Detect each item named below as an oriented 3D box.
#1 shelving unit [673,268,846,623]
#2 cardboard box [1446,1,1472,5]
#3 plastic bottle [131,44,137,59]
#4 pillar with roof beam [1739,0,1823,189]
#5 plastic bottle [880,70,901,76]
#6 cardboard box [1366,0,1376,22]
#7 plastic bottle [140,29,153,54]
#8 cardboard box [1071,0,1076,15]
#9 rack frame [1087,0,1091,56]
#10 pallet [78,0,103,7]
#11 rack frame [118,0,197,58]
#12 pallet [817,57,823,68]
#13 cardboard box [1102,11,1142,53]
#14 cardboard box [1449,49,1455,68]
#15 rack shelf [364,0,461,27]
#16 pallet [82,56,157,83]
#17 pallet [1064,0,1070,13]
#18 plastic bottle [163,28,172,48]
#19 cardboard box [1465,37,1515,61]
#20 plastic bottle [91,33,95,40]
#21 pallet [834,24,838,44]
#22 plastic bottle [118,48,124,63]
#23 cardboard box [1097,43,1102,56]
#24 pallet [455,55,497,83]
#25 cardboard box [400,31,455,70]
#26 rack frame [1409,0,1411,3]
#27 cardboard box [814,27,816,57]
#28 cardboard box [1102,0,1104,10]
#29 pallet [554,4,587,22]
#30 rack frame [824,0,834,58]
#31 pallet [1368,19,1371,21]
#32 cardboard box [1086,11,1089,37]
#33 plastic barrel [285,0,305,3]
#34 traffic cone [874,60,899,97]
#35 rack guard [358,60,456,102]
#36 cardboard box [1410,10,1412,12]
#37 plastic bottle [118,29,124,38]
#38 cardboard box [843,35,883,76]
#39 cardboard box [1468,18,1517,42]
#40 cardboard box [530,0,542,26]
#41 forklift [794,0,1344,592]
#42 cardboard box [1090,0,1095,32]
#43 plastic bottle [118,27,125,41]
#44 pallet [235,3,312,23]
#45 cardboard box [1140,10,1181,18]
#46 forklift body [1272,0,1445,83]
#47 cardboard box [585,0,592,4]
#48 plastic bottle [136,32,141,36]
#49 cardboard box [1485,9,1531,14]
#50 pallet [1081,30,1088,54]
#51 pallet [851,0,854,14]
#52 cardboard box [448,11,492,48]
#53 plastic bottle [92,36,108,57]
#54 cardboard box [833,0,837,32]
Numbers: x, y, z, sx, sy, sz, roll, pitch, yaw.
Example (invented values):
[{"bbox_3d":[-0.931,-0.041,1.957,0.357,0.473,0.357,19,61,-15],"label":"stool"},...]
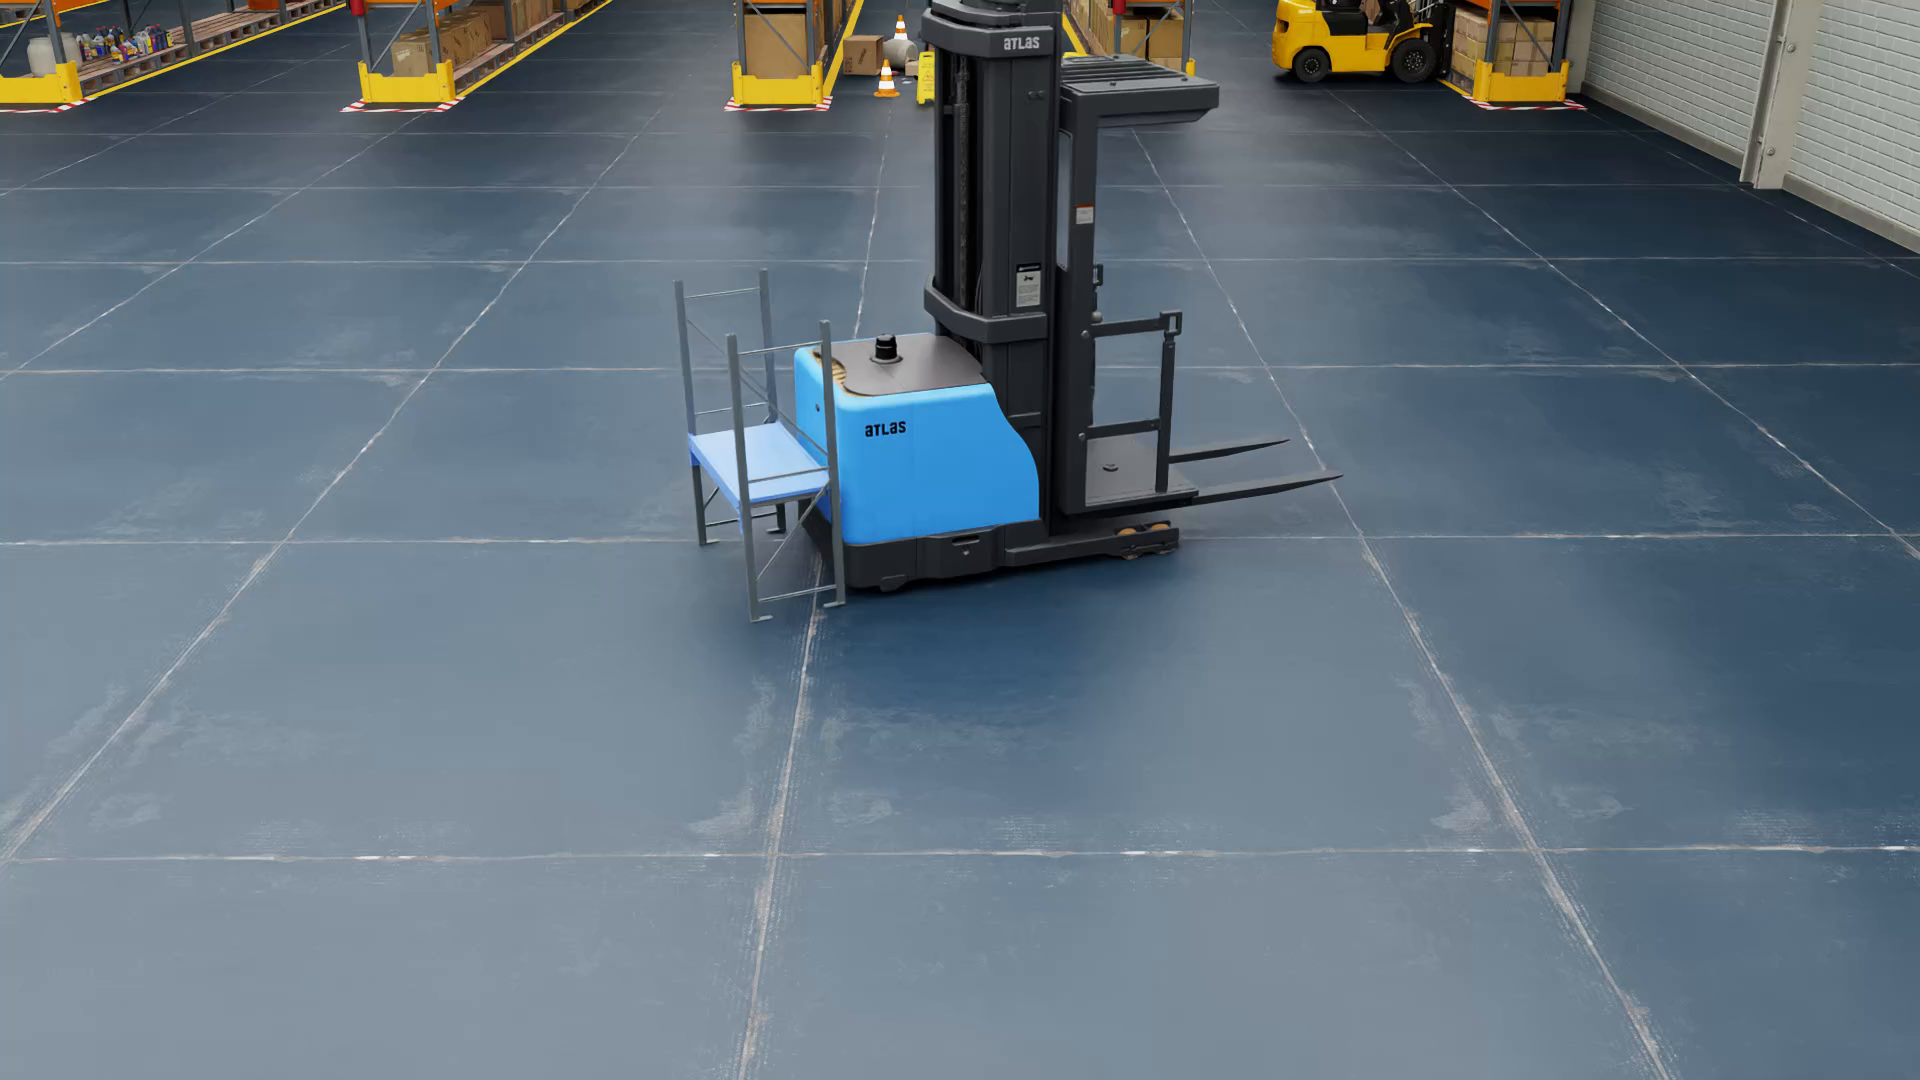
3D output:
[{"bbox_3d":[-1.033,-0.508,8.538,0.538,1.500,1.048,-11,27,-20],"label":"shelving unit"},{"bbox_3d":[7.161,-7.726,24.307,0.500,0.250,0.500,1,24,1],"label":"cardboard box"},{"bbox_3d":[-12.039,-7.107,24.185,0.097,0.201,0.097,0,24,0],"label":"plastic bottle"},{"bbox_3d":[4.155,-7.833,15.649,9.100,9.000,0.400,0,24,-1],"label":"pillar with roof beam"},{"bbox_3d":[-1.012,-6.786,24.181,0.283,0.061,0.133,-9,26,-19],"label":"plastic bottle"},{"bbox_3d":[7.422,-9.180,28.279,0.875,0.625,0.625,1,24,1],"label":"cardboard box"},{"bbox_3d":[-12.067,-7.375,24.597,0.144,0.351,0.185,0,24,-1],"label":"plastic bottle"},{"bbox_3d":[2.446,-9.334,28.927,0.950,0.372,0.625,-2,24,-4],"label":"cardboard box"},{"bbox_3d":[2.494,-8.925,25.343,1.000,3.000,0.127,0,24,-1],"label":"rack frame"},{"bbox_3d":[-17.362,-10.528,32.272,1.003,0.211,1.213,0,24,-1],"label":"pallet"},{"bbox_3d":[-12.368,-8.858,25.195,1.000,3.000,0.127,0,24,-1],"label":"rack frame"},{"bbox_3d":[-2.508,-6.773,23.968,1.003,0.211,1.213,0,24,-1],"label":"pallet"},{"bbox_3d":[2.259,-7.101,23.227,0.500,0.500,0.500,1,24,1],"label":"cardboard box"},{"bbox_3d":[7.188,-6.842,23.565,0.500,0.250,0.500,0,24,0],"label":"cardboard box"},{"bbox_3d":[-7.394,-7.728,23.570,1.077,0.370,4.000,0,24,-1],"label":"rack shelf"},{"bbox_3d":[-12.386,-6.806,24.043,1.003,0.211,1.213,0,24,-1],"label":"pallet"},{"bbox_3d":[2.507,-10.129,31.390,1.003,0.211,1.213,0,24,-1],"label":"pallet"},{"bbox_3d":[-12.033,-7.624,25.229,0.061,0.283,0.133,1,24,2],"label":"plastic bottle"},{"bbox_3d":[7.183,-6.666,22.569,0.500,0.250,0.500,-1,24,-1],"label":"cardboard box"},{"bbox_3d":[-12.812,-7.340,24.602,0.061,0.283,0.133,1,24,2],"label":"plastic bottle"},{"bbox_3d":[-2.555,-8.412,27.593,1.003,0.211,1.213,0,24,-1],"label":"pallet"},{"bbox_3d":[-12.034,-6.926,23.786,0.097,0.201,0.097,0,24,0],"label":"plastic bottle"},{"bbox_3d":[2.251,-6.976,23.861,0.500,0.250,0.500,-1,24,-2],"label":"cardboard box"},{"bbox_3d":[-7.357,-6.829,24.093,1.003,0.211,1.213,0,24,-1],"label":"pallet"},{"bbox_3d":[-7.403,-6.788,23.142,0.500,0.500,0.500,6,25,13],"label":"cardboard box"},{"bbox_3d":[7.457,-8.949,25.396,1.000,3.000,0.127,0,24,-1],"label":"rack frame"},{"bbox_3d":[-2.496,-7.077,23.327,0.875,0.875,0.875,-1,24,-1],"label":"cardboard box"},{"bbox_3d":[2.196,-7.544,23.421,0.380,0.149,0.250,1,24,2],"label":"cardboard box"},{"bbox_3d":[-7.392,-9.583,30.182,1.003,0.211,1.213,0,24,-1],"label":"pallet"},{"bbox_3d":[-2.455,-8.861,25.202,1.000,3.000,0.127,0,24,-1],"label":"rack frame"},{"bbox_3d":[7.384,-8.987,28.864,1.003,0.211,1.213,0,24,-1],"label":"pallet"},{"bbox_3d":[2.486,-8.135,26.276,0.950,0.372,0.625,0,24,0],"label":"cardboard box"},{"bbox_3d":[-12.446,-10.266,30.724,0.600,0.588,0.708,0,24,-1],"label":"plastic barrel"},{"bbox_3d":[-0.997,-6.282,22.578,0.336,0.463,0.334,0,24,-1],"label":"traffic cone"},{"bbox_3d":[-7.373,-6.124,22.184,1.175,0.500,0.348,0,24,-1],"label":"rack guard"},{"bbox_3d":[7.154,-7.914,25.329,0.500,0.250,0.500,0,24,-1],"label":"cardboard box"},{"bbox_3d":[-12.666,-7.555,25.077,0.061,0.283,0.133,0,24,-1],"label":"plastic bottle"},{"bbox_3d":[-1.412,-7.088,24.312,0.500,0.500,0.500,4,25,9],"label":"cardboard box"},{"bbox_3d":[7.184,-6.883,22.442,0.500,0.250,0.500,1,24,1],"label":"cardboard box"},{"bbox_3d":[-7.400,-8.852,27.681,0.700,0.500,0.500,2,24,4],"label":"cardboard box"},{"bbox_3d":[0.668,-1.425,8.844,3.031,2.935,1.130,-8,26,-18],"label":"forklift"},{"bbox_3d":[2.230,-7.961,25.128,0.500,0.500,0.500,1,24,2],"label":"cardboard box"},{"bbox_3d":[-12.803,-7.682,25.372,0.097,0.271,0.097,0,24,0],"label":"plastic bottle"},{"bbox_3d":[-12.462,-9.560,30.132,1.003,0.211,1.213,0,24,-1],"label":"pallet"},{"bbox_3d":[2.794,-7.115,23.260,0.500,0.500,0.500,-1,24,-3],"label":"cardboard box"},{"bbox_3d":[5.656,-7.687,23.636,2.313,2.155,1.214,0,24,-1],"label":"forklift body"},{"bbox_3d":[-7.448,-10.403,30.681,1.225,0.875,0.875,0,24,0],"label":"cardboard box"},{"bbox_3d":[-12.219,-7.463,24.883,0.152,0.276,0.135,0,24,-1],"label":"plastic bottle"},{"bbox_3d":[7.681,-7.305,23.376,0.500,0.250,0.500,0,24,-1],"label":"cardboard box"},{"bbox_3d":[2.484,-7.975,26.627,1.003,0.211,1.213,0,24,-1],"label":"pallet"},{"bbox_3d":[-2.516,-10.062,31.241,1.003,0.211,1.213,0,24,-1],"label":"pallet"},{"bbox_3d":[-7.451,-7.768,25.308,0.500,0.500,0.500,-1,24,-2],"label":"cardboard box"},{"bbox_3d":[-12.620,-7.241,24.391,0.152,0.276,0.135,0,24,-1],"label":"plastic bottle"},{"bbox_3d":[-2.558,-8.680,27.022,1.050,0.750,0.750,0,24,-1],"label":"cardboard box"}]
